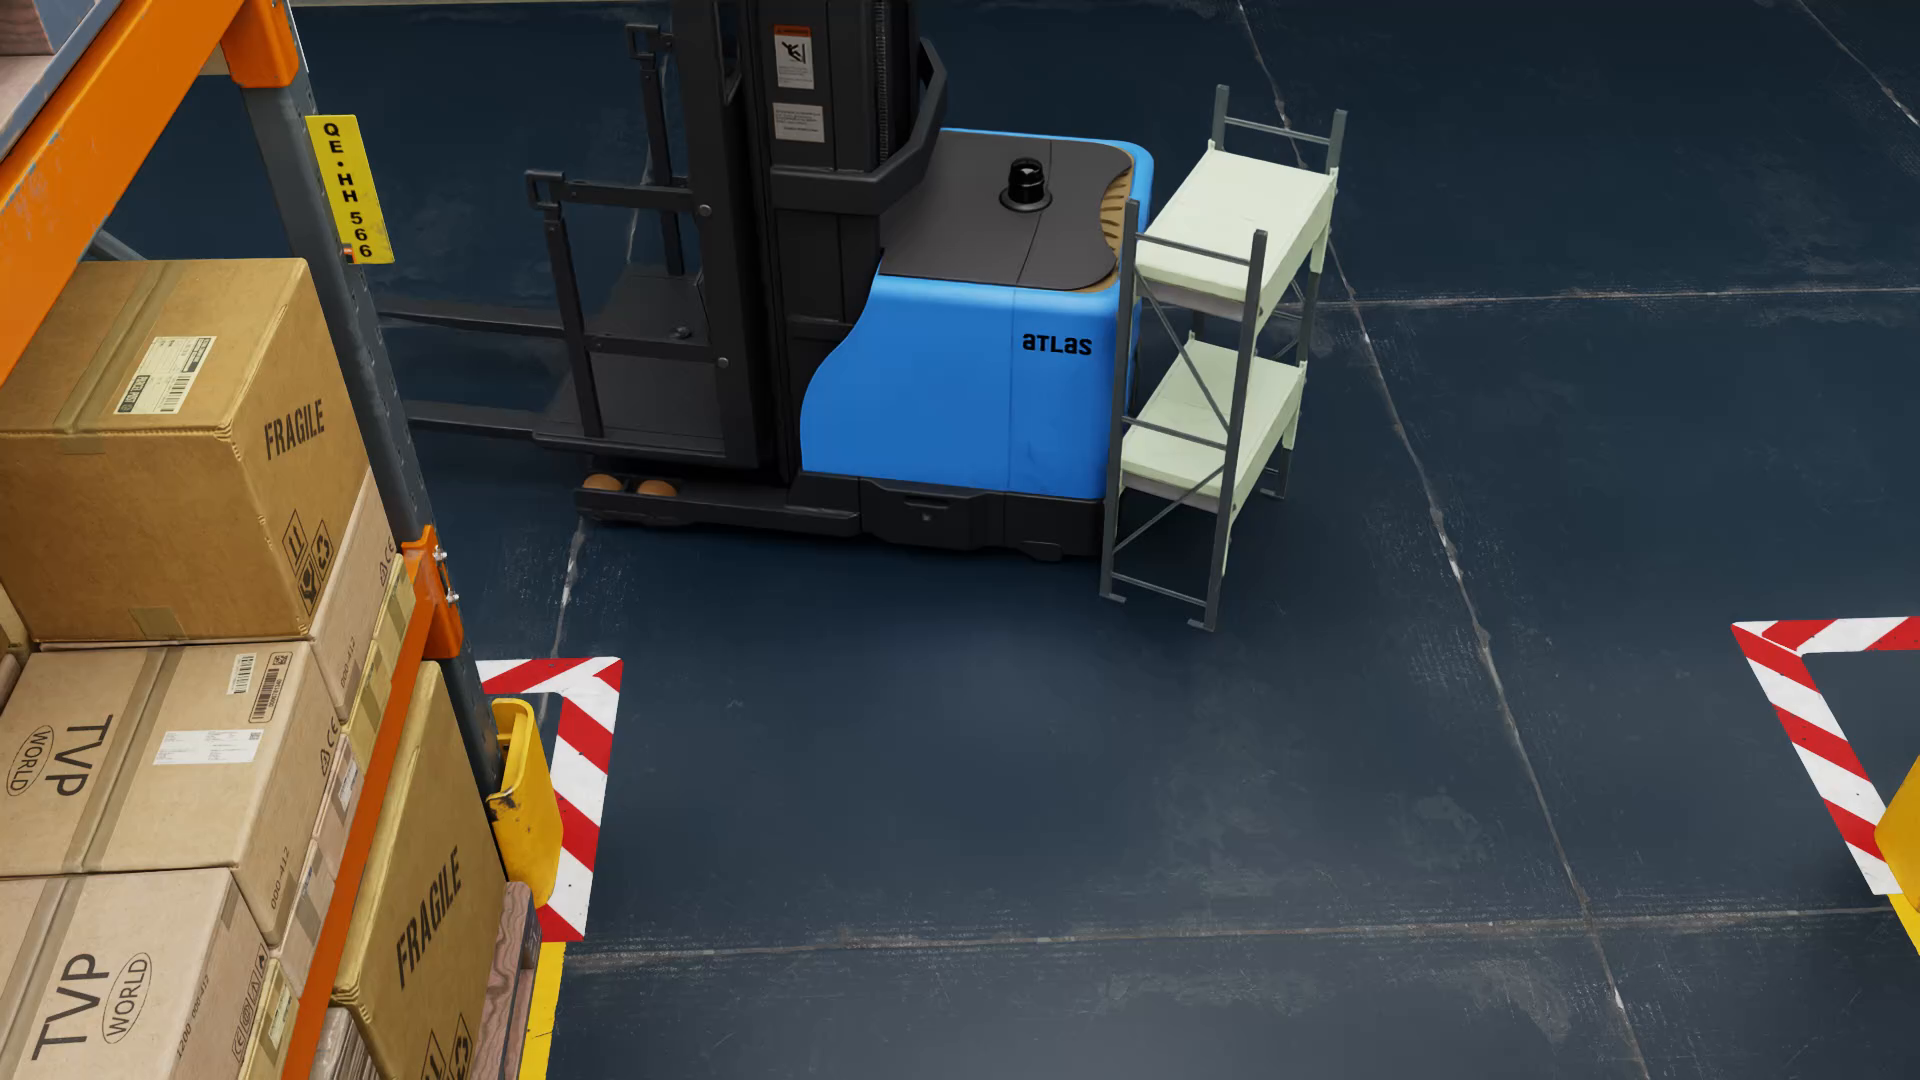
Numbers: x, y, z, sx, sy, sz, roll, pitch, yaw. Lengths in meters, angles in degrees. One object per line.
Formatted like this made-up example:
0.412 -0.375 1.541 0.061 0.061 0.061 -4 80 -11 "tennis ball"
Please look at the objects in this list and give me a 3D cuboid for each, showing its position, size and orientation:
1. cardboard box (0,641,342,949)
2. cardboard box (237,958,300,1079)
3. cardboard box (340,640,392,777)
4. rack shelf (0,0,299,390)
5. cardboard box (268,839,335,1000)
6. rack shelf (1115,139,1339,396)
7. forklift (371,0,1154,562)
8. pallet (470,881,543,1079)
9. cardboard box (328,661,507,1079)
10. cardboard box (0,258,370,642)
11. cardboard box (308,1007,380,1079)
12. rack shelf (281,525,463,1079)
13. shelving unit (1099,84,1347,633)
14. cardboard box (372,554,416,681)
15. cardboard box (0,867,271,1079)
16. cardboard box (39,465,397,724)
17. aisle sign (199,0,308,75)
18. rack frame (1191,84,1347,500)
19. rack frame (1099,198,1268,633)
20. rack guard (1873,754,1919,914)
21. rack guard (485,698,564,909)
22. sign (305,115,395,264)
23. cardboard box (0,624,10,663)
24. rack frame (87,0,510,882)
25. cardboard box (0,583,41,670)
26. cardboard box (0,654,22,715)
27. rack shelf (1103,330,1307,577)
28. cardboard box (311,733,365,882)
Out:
-1.424 0.451 2.929 0.500 0.250 0.500 -2 43 -3 "cardboard box"
-1.342 0.856 2.782 0.380 0.149 0.250 -3 43 -3 "cardboard box"
-1.374 0.342 3.343 0.380 0.149 0.250 -1 43 -1 "cardboard box"
-1.646 0.353 1.458 1.077 0.370 4.000 -2 43 -2 "rack shelf"
-1.355 0.681 2.973 0.380 0.149 0.250 -1 43 -1 "cardboard box"
0.800 -0.828 4.962 0.431 0.370 0.720 18 45 19 "rack shelf"
-0.893 -1.472 5.187 3.031 2.935 1.130 6 43 7 "forklift"
-1.619 1.408 4.057 1.003 0.211 1.213 -2 43 -2 "pallet"
-1.624 0.901 3.809 0.875 0.875 0.875 -2 43 -2 "cardboard box"
-1.448 -0.167 3.048 0.500 0.500 0.500 -1 43 -1 "cardboard box"
-1.585 1.515 3.138 0.875 0.875 0.875 -2 43 -2 "cardboard box"
-1.646 1.458 2.472 1.077 0.370 4.000 -2 43 -2 "rack shelf"
0.804 -0.539 5.225 0.431 1.500 0.755 18 45 19 "shelving unit"
-1.387 0.166 3.534 0.380 0.149 0.250 -1 43 -1 "cardboard box"
-1.403 0.794 2.555 0.500 0.250 0.500 -3 43 -3 "cardboard box"
-1.445 0.108 3.303 0.500 0.250 0.500 -2 43 -2 "cardboard box"
-1.434 -1.173 2.885 0.394 0.787 0.004 -2 43 -2 "aisle sign"
0.965 -0.761 5.467 0.400 1.500 0.023 18 45 19 "rack frame"
0.642 -0.317 4.983 0.400 1.500 0.023 18 45 19 "rack frame"
3.232 0.742 4.571 1.175 0.500 0.348 -2 43 -2 "rack guard"
-1.732 0.748 4.564 1.175 0.500 0.348 -2 43 -2 "rack guard"
-1.188 -0.677 3.237 0.100 0.325 0.005 -2 43 -2 "sign"
-1.959 0.181 2.668 0.500 0.500 0.500 -3 43 -3 "cardboard box"
-1.731 -0.157 3.702 1.000 3.000 0.127 -2 43 -2 "rack frame"
-1.980 0.120 3.290 0.500 0.250 0.500 -3 43 -3 "cardboard box"
-1.952 0.471 2.907 0.500 0.250 0.500 -2 43 -2 "cardboard box"
0.806 -0.298 5.444 0.431 0.370 0.720 18 45 19 "rack shelf"
-1.365 0.512 3.157 0.380 0.149 0.250 -2 43 -2 "cardboard box"
